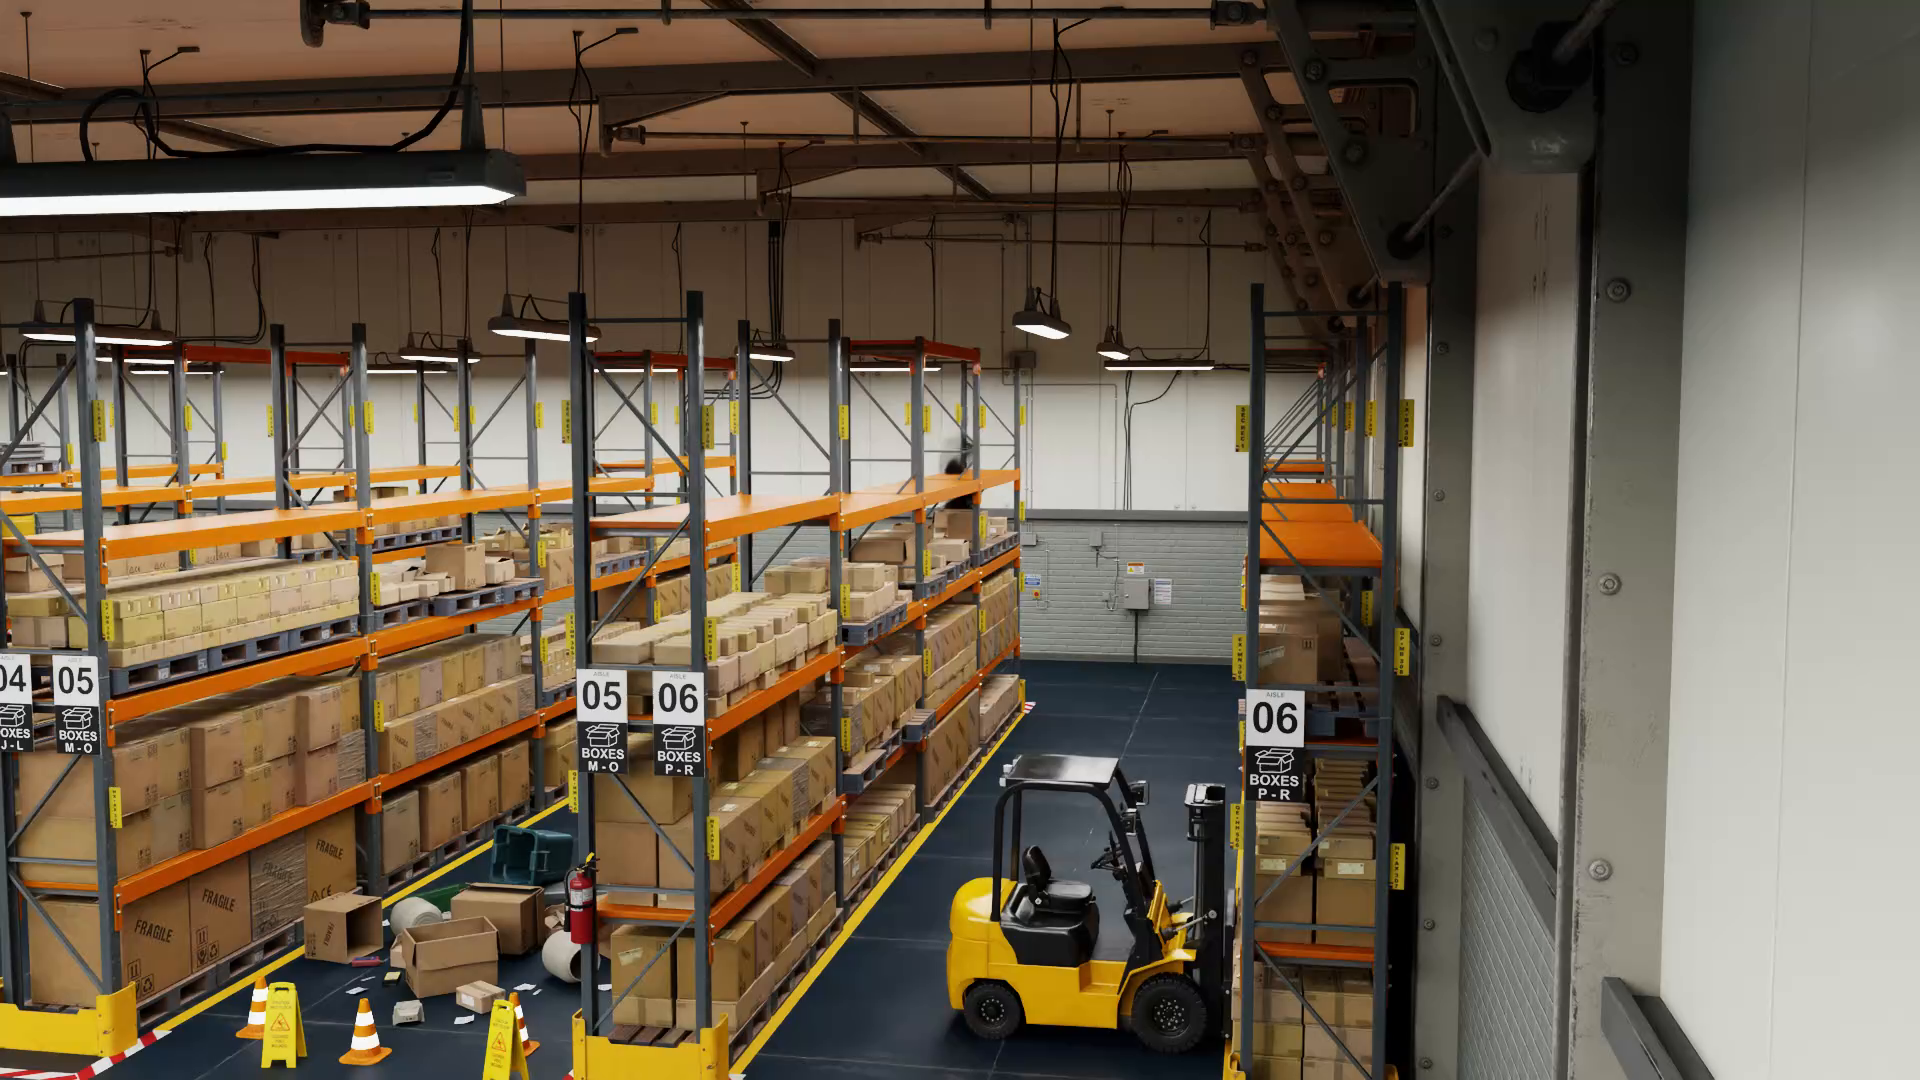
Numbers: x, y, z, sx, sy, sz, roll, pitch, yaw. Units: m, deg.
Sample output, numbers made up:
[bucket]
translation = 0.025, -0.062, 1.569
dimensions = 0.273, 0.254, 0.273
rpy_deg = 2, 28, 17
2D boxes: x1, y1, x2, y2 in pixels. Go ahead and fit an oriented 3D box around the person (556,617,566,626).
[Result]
[person]
translation = -6.516, 2.125, 27.157
dimensions = 0.708, 1.737, 0.639
rpy_deg = 1, 5, 6
